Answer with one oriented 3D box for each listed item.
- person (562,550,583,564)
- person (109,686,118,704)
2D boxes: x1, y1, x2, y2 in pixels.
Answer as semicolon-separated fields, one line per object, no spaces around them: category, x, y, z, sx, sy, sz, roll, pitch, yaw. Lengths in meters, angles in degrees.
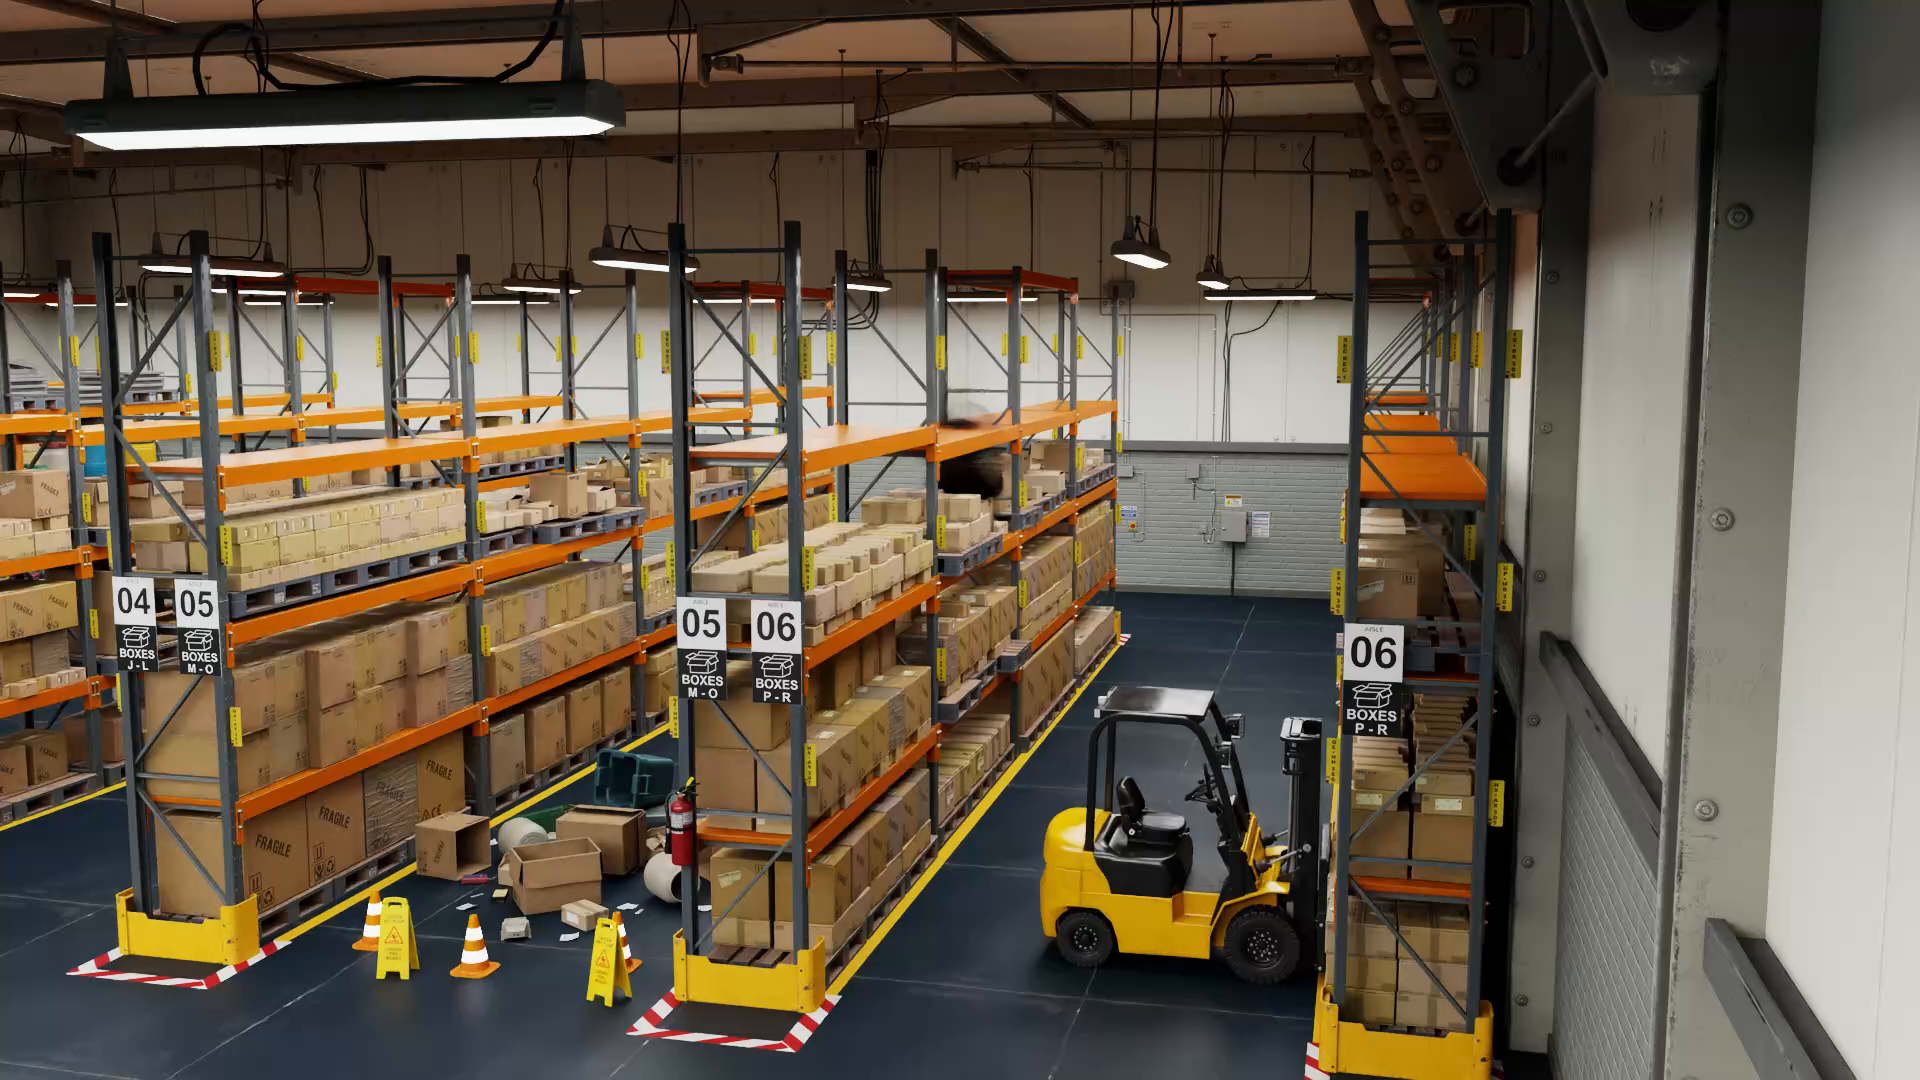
person;-6.394;0.928;27.723;0.718;1.743;0.869;1;7;11
person;-11.879;1.473;23.328;0.667;1.736;0.598;0;7;3
